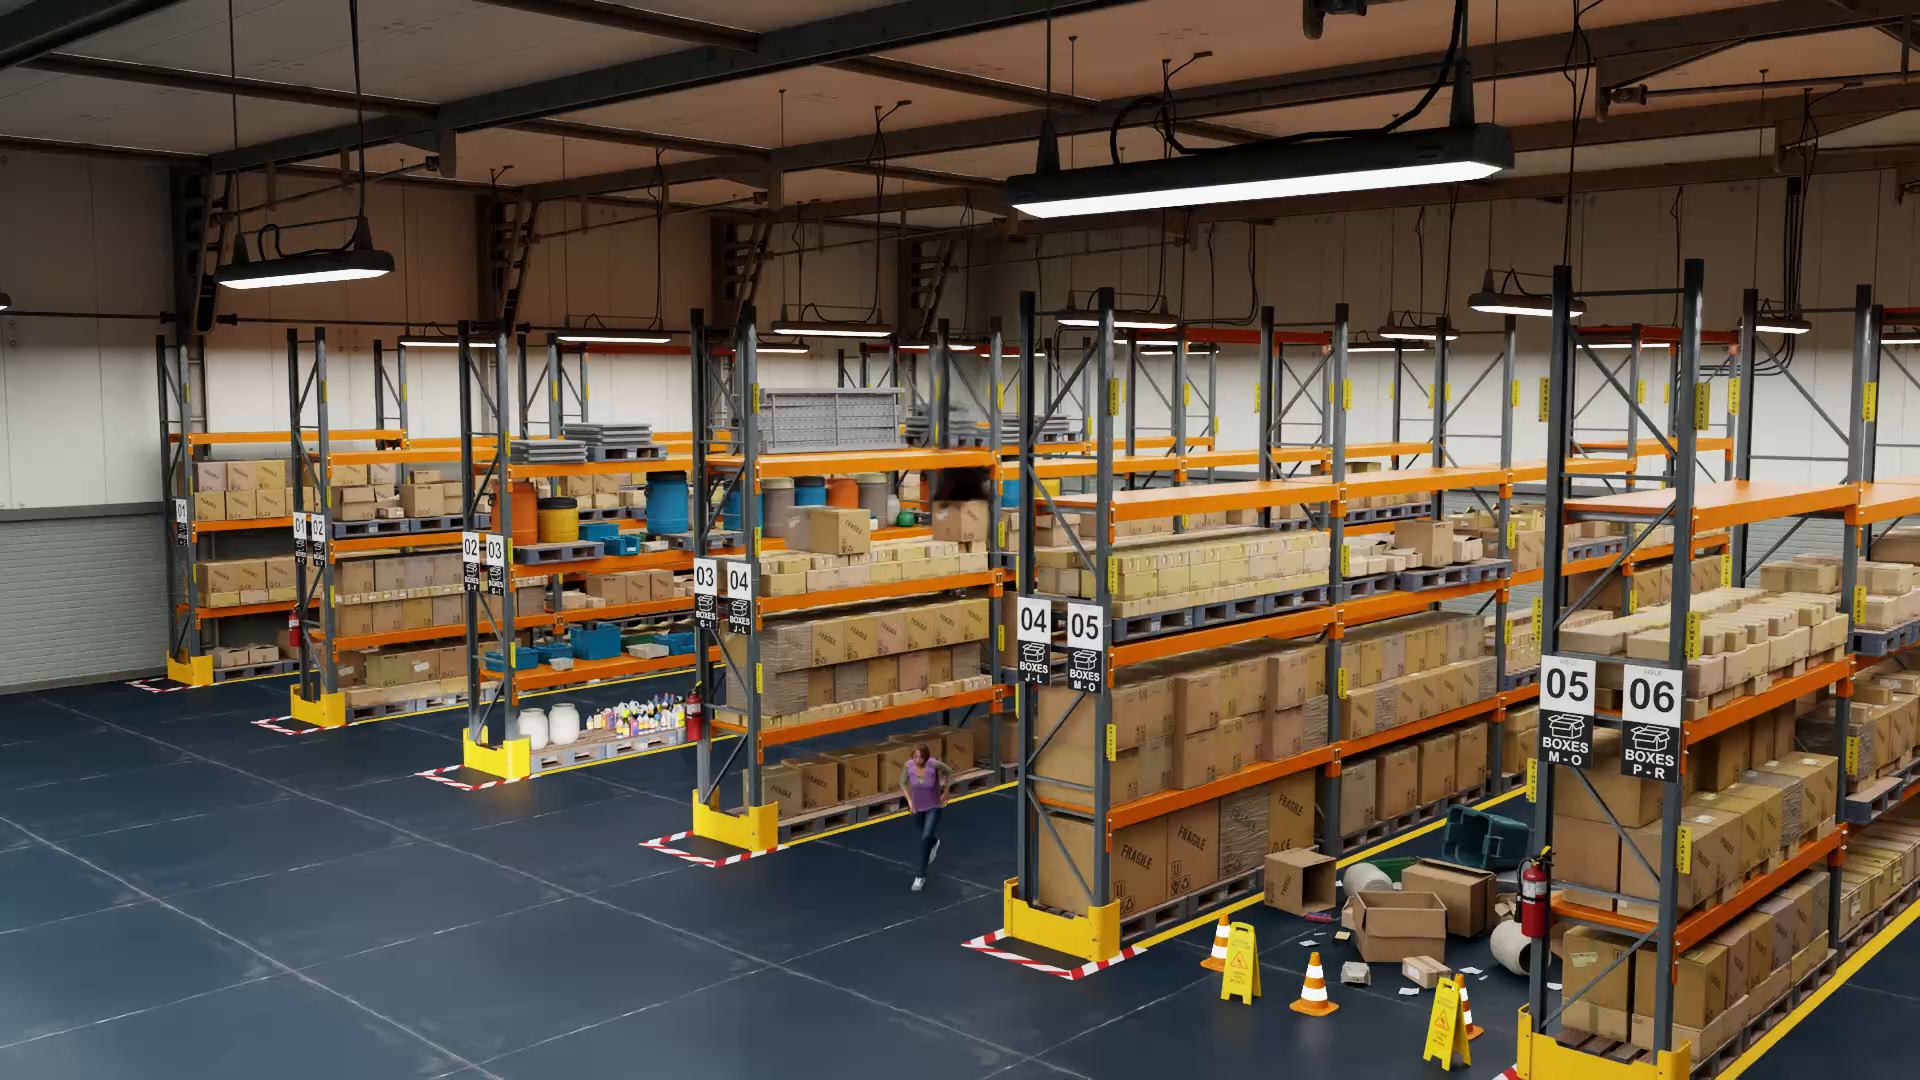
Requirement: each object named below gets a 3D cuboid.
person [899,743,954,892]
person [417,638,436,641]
[{"bbox_3d":[-0.335,2.802,17.310,0.563,1.547,0.912,1,5,7],"label":"person"},{"bbox_3d":[-9.240,1.597,28.830,0.669,1.733,0.760,4,7,36],"label":"person"}]
